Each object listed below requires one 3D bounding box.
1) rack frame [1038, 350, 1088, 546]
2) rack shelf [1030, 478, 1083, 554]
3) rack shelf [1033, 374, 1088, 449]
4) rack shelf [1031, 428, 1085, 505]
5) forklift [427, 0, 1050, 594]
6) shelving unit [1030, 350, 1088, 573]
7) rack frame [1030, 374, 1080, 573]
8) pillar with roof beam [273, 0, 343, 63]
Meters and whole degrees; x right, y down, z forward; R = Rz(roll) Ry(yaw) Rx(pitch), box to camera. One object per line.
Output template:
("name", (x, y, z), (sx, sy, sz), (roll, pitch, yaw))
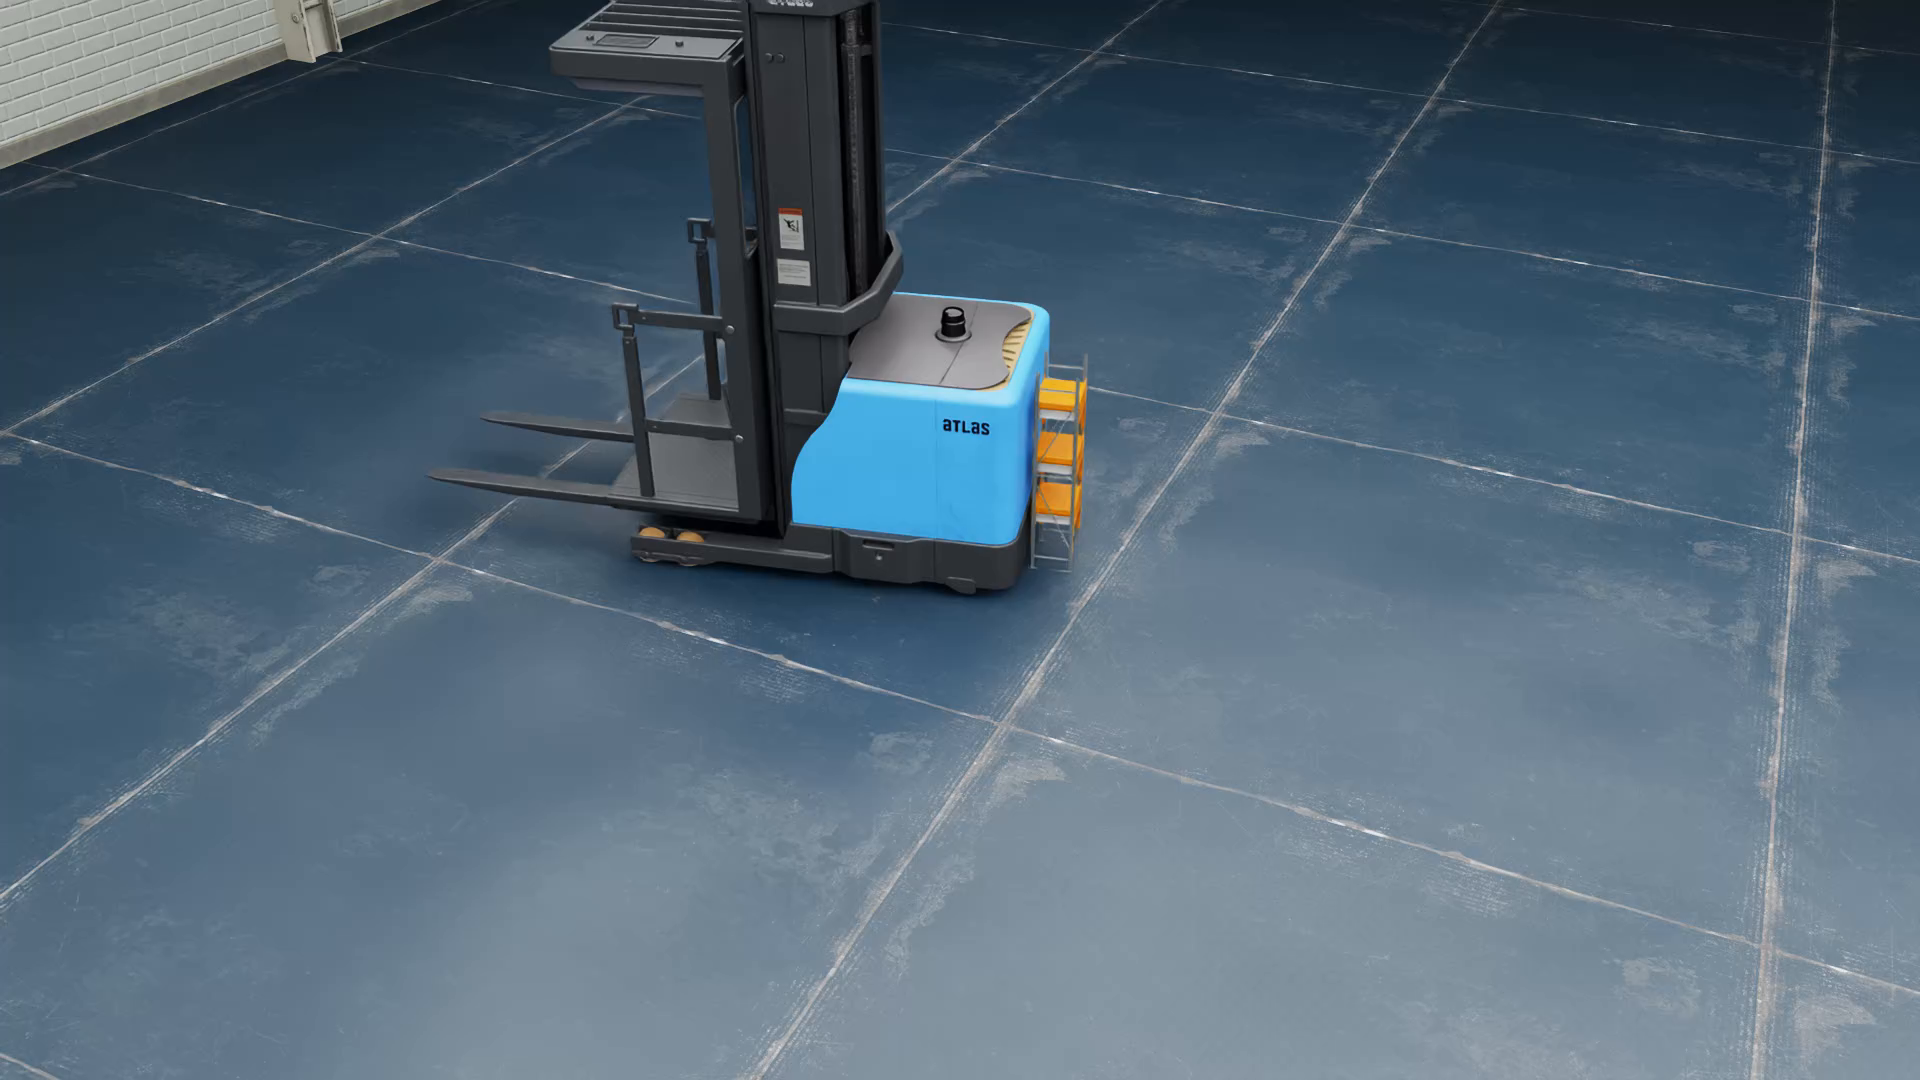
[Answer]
("rack frame", (0.487, -0.423, 7.938), (0.200, 1.050, 0.008), (7, 34, 10))
("rack shelf", (0.462, -0.117, 7.996), (0.215, 0.259, 0.240), (7, 34, 10))
("rack shelf", (0.463, -0.586, 7.688), (0.215, 0.259, 0.240), (7, 34, 10))
("rack shelf", (0.463, -0.349, 7.844), (0.215, 0.259, 0.240), (7, 34, 10))
("forklift", (-1.125, -1.372, 7.670), (3.031, 2.935, 1.130), (6, 34, 10))
("shelving unit", (0.463, -0.358, 7.838), (0.215, 1.050, 0.252), (7, 34, 10))
("rack frame", (0.438, -0.292, 7.738), (0.200, 1.050, 0.008), (7, 34, 10))
("pillar with roof beam", (-1.864, -7.118, 10.898), (9.100, 9.000, 0.400), (14, 36, 20))
